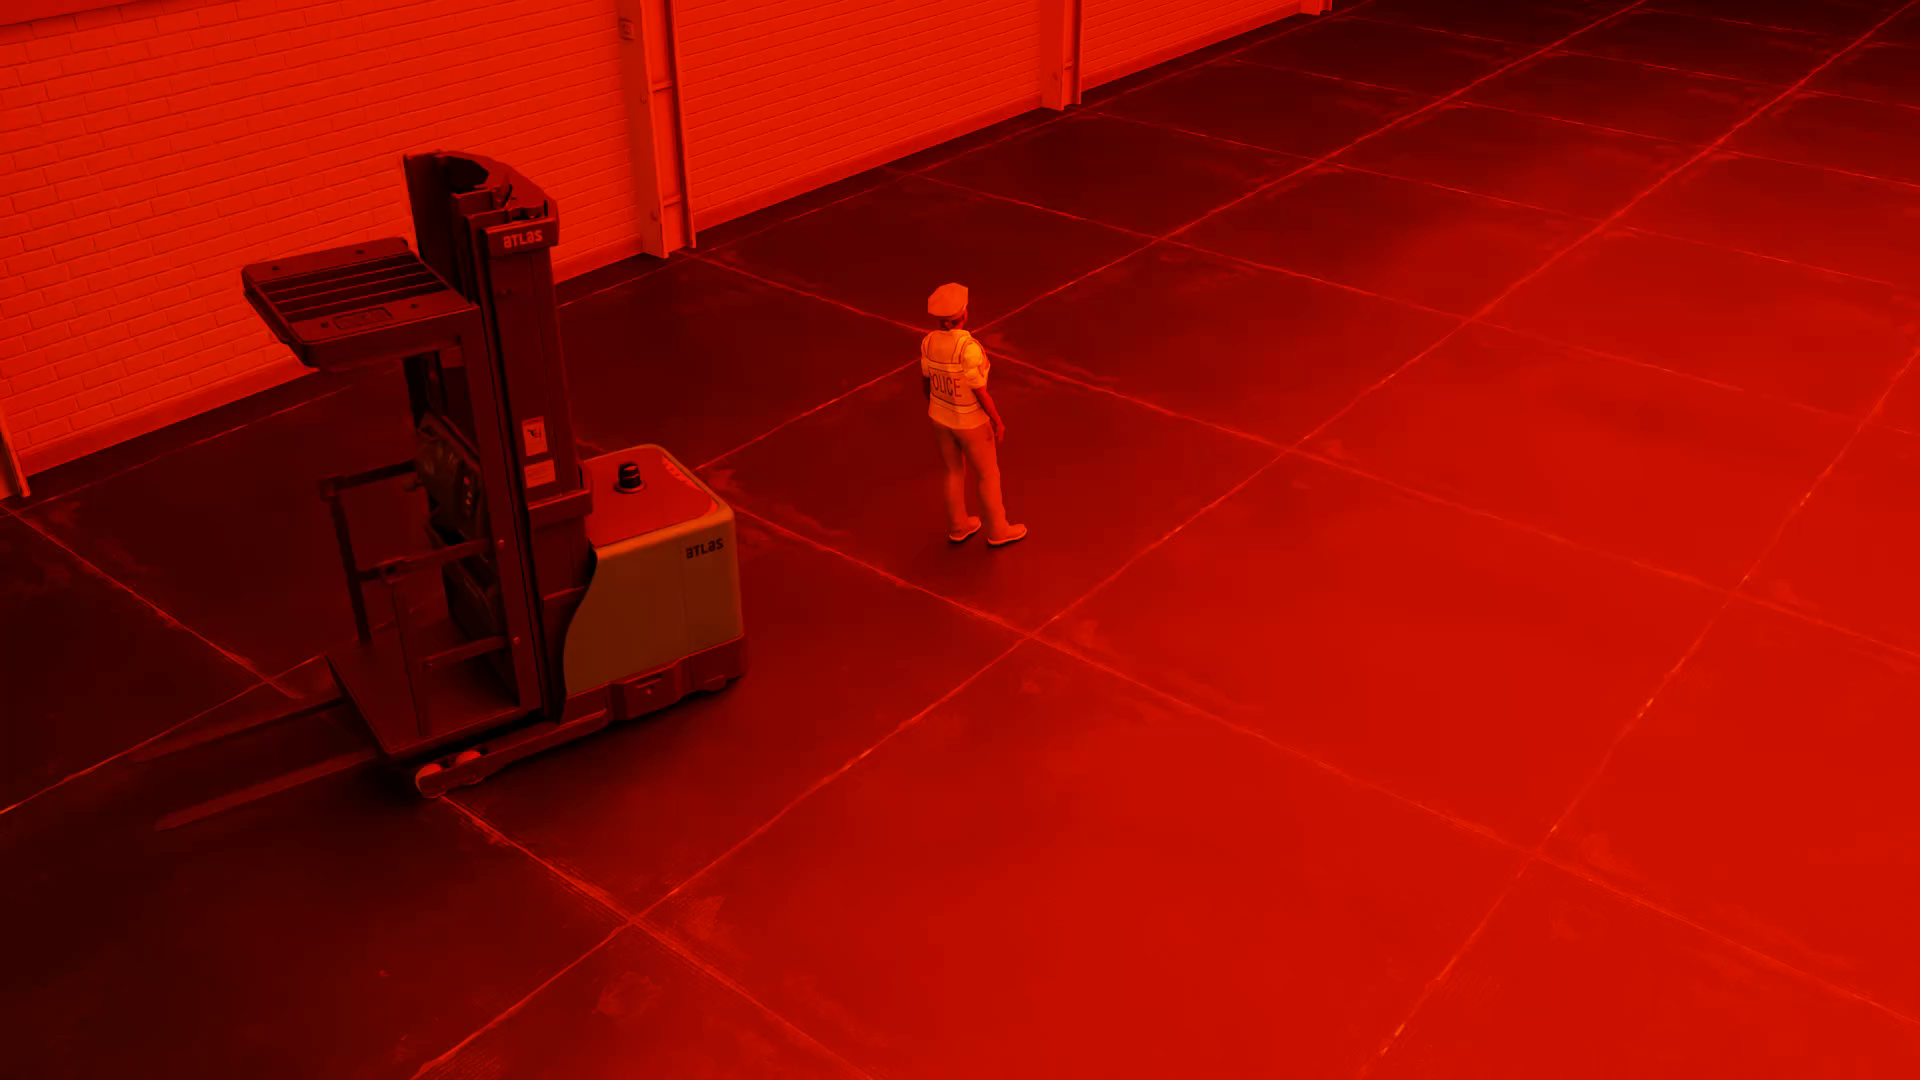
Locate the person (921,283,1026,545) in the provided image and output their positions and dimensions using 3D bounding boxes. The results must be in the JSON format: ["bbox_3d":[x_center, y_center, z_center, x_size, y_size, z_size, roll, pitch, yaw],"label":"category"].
[{"bbox_3d":[0.063,-0.761,10.108,0.569,1.695,0.530,22,37,33],"label":"person"}]

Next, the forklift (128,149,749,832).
[{"bbox_3d":[-2.672,-0.283,8.078,3.031,2.935,1.130,-19,35,-29],"label":"forklift"}]
